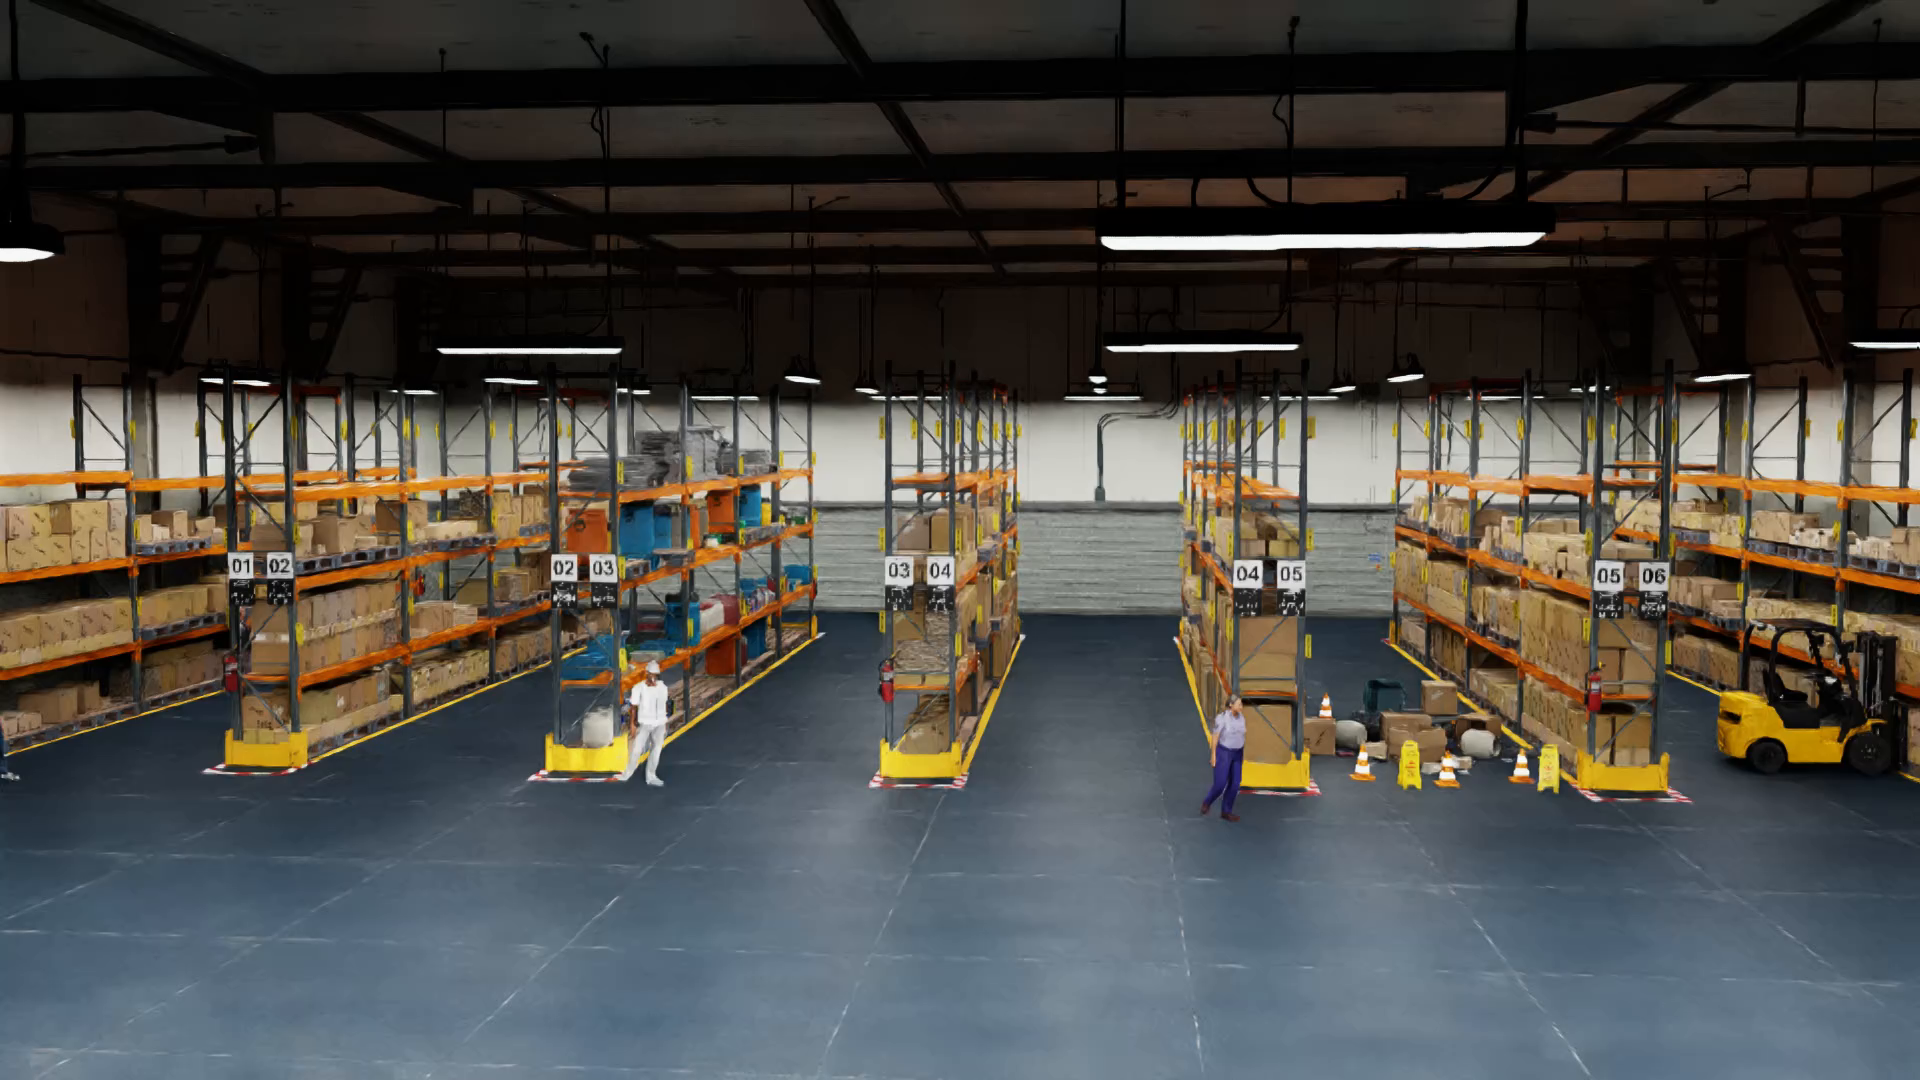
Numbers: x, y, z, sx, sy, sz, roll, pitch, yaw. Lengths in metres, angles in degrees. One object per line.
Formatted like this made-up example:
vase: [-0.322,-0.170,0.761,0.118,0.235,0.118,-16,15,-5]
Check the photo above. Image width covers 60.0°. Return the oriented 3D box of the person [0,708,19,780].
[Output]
person: [-13.792,2.647,23.609,0.463,1.575,0.597,3,5,34]

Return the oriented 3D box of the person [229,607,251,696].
person: [-13.418,2.102,31.025,0.447,1.720,0.569,-1,4,-19]

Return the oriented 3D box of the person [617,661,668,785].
person: [-4.457,2.581,23.448,0.732,1.751,0.529,-3,5,-35]

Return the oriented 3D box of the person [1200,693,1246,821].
person: [3.405,2.780,21.420,0.558,1.638,0.503,-2,4,-31]
